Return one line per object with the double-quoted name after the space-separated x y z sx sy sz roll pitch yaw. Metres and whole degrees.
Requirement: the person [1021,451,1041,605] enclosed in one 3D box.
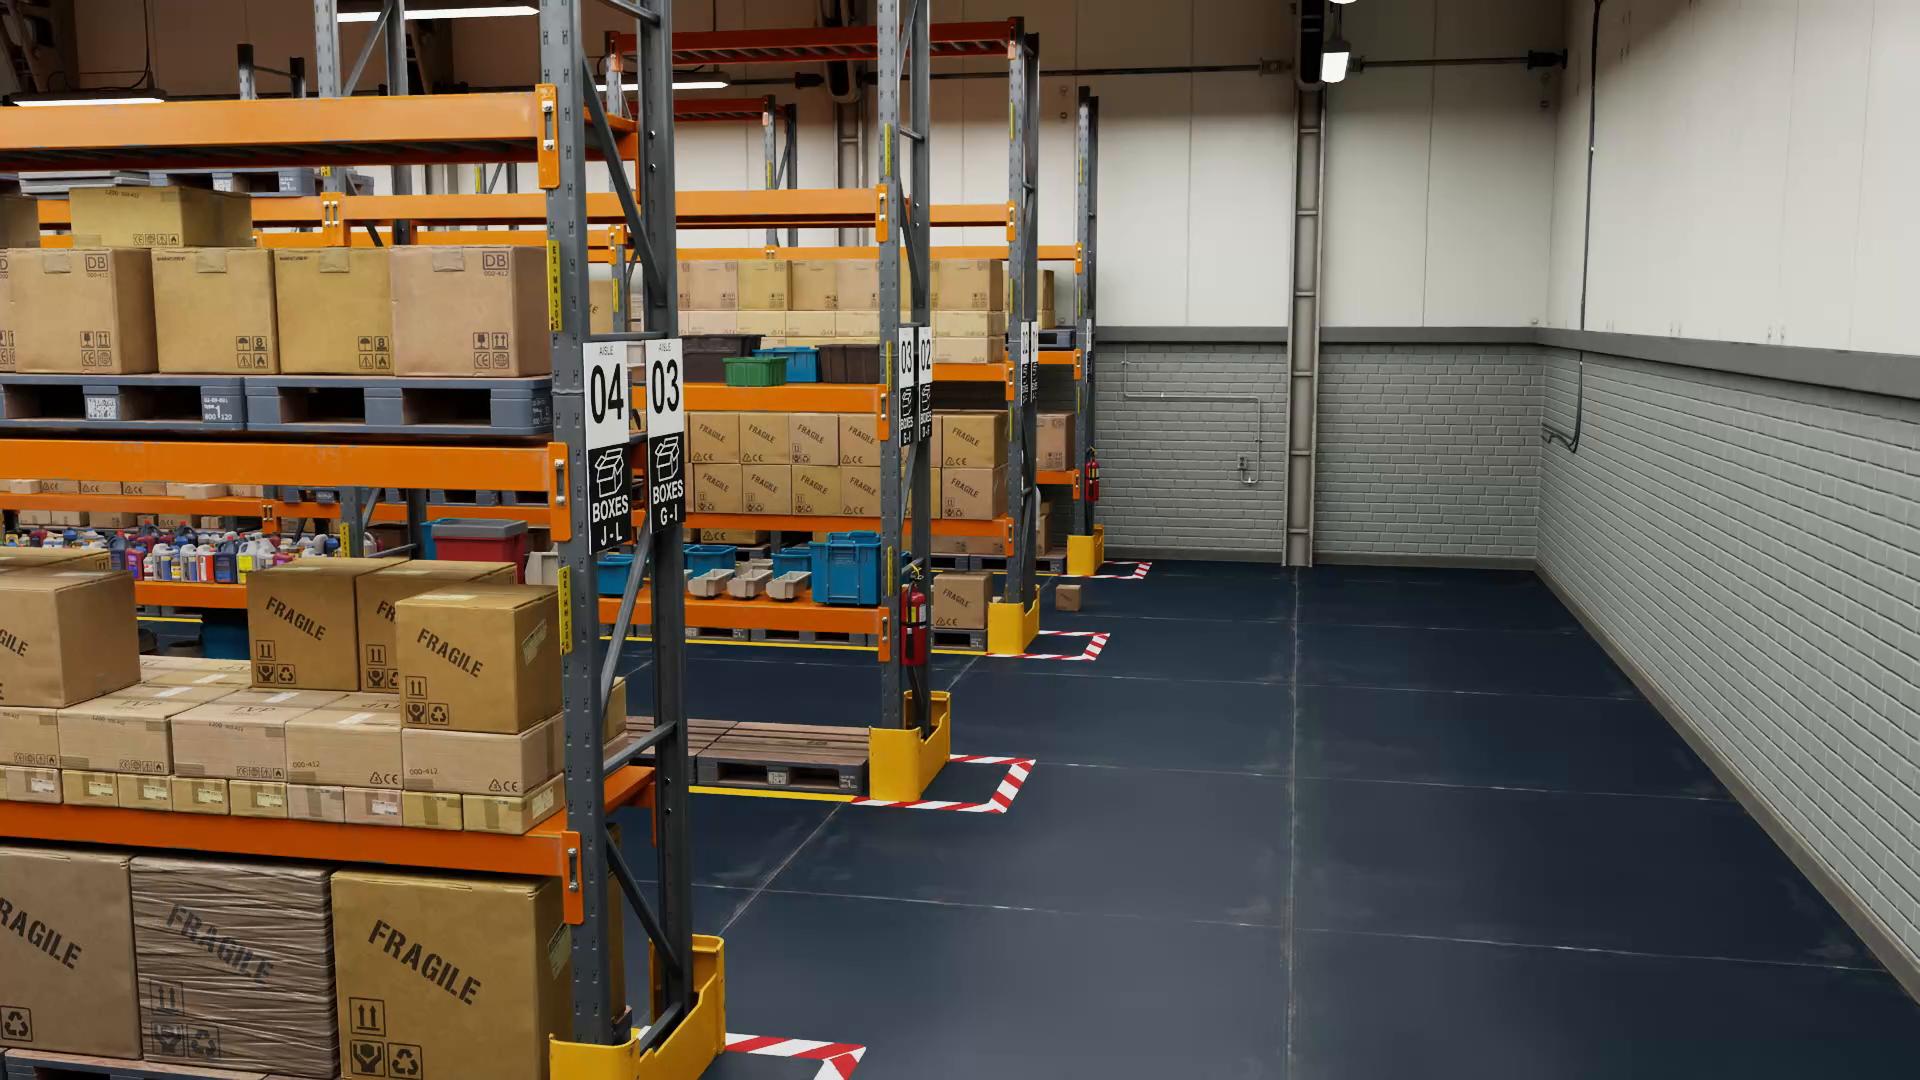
0.725 -0.111 18.585 0.354 1.777 0.563 2 8 13 "person"
